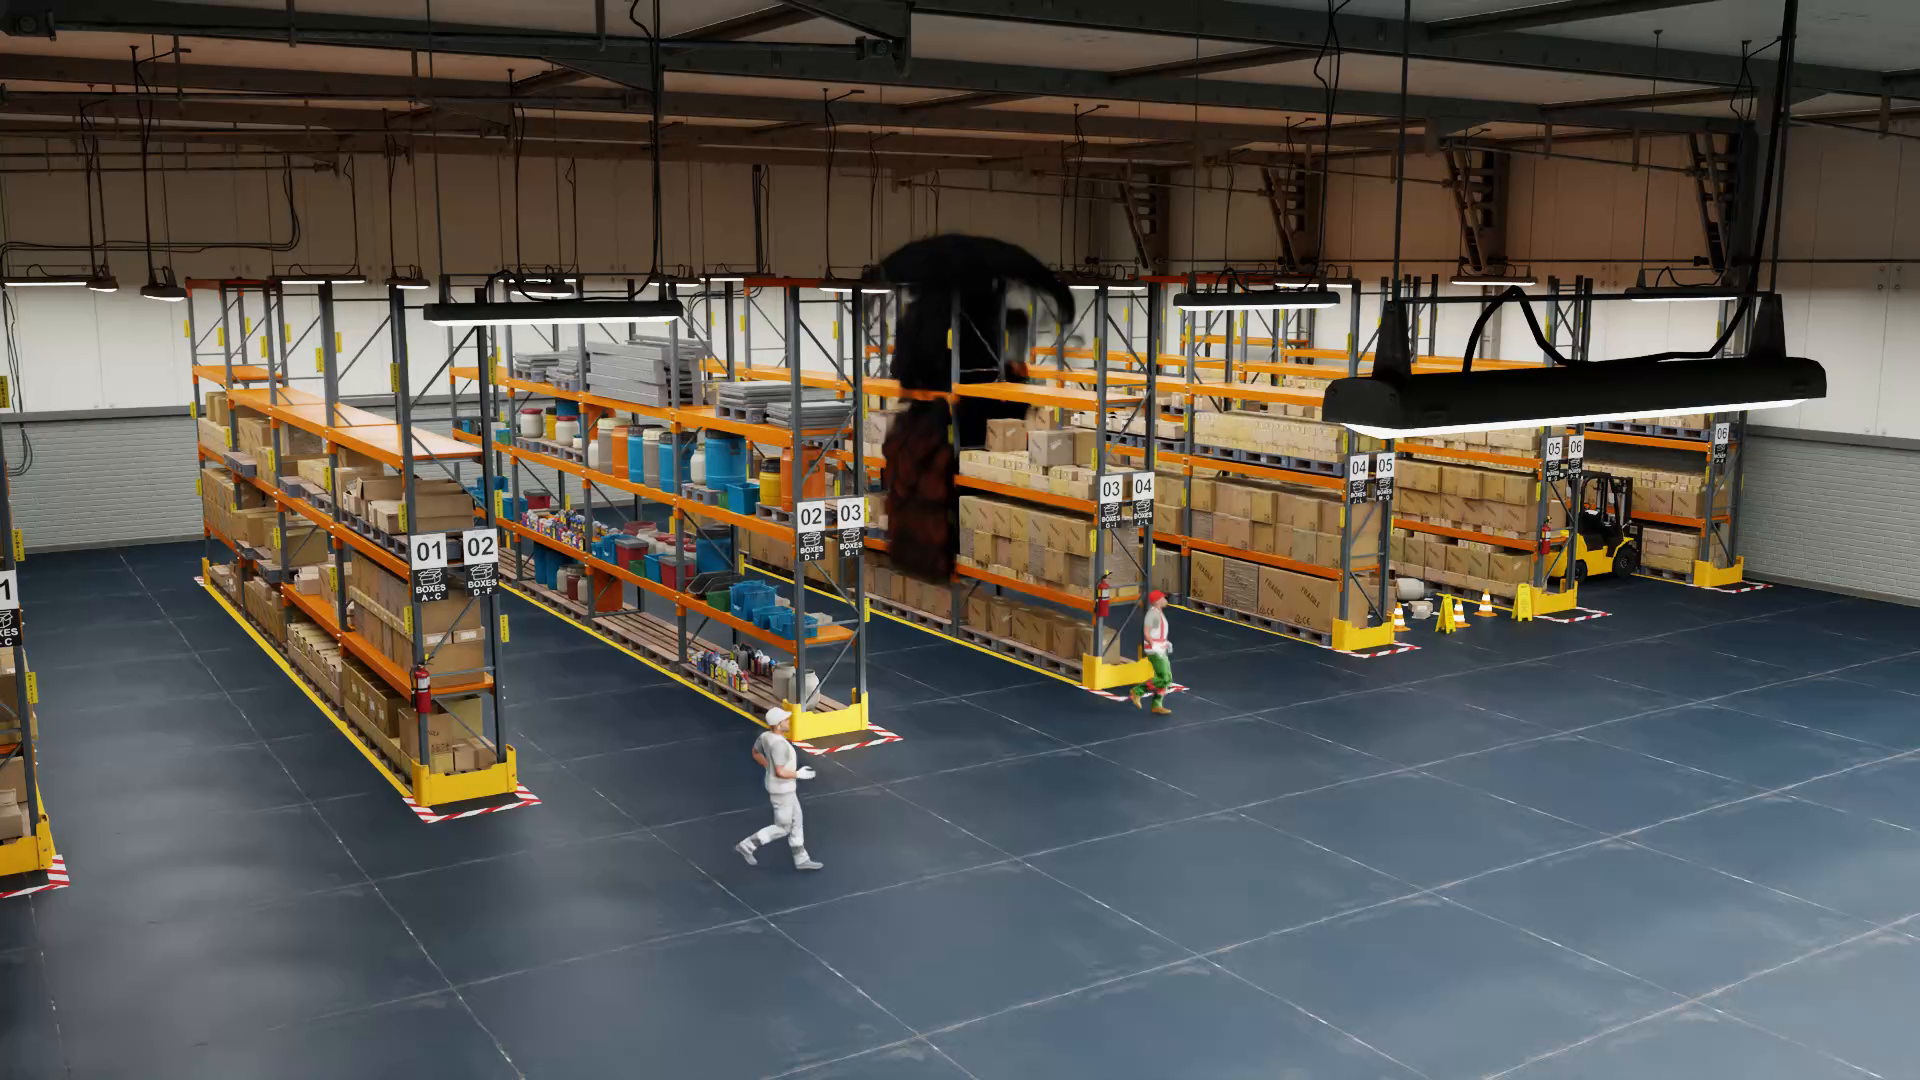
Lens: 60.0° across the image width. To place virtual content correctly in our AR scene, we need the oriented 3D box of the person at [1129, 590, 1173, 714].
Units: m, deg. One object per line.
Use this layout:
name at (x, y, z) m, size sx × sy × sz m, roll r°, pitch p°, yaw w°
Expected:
person at (2.724, 1.538, 23.548) m, size 0.597 × 1.674 × 0.711 m, roll 2°, pitch 10°, yaw 11°

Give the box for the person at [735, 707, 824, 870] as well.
person at (-1.883, 2.596, 17.215) m, size 0.935 × 1.778 × 0.656 m, roll -3°, pitch 10°, yaw -15°
